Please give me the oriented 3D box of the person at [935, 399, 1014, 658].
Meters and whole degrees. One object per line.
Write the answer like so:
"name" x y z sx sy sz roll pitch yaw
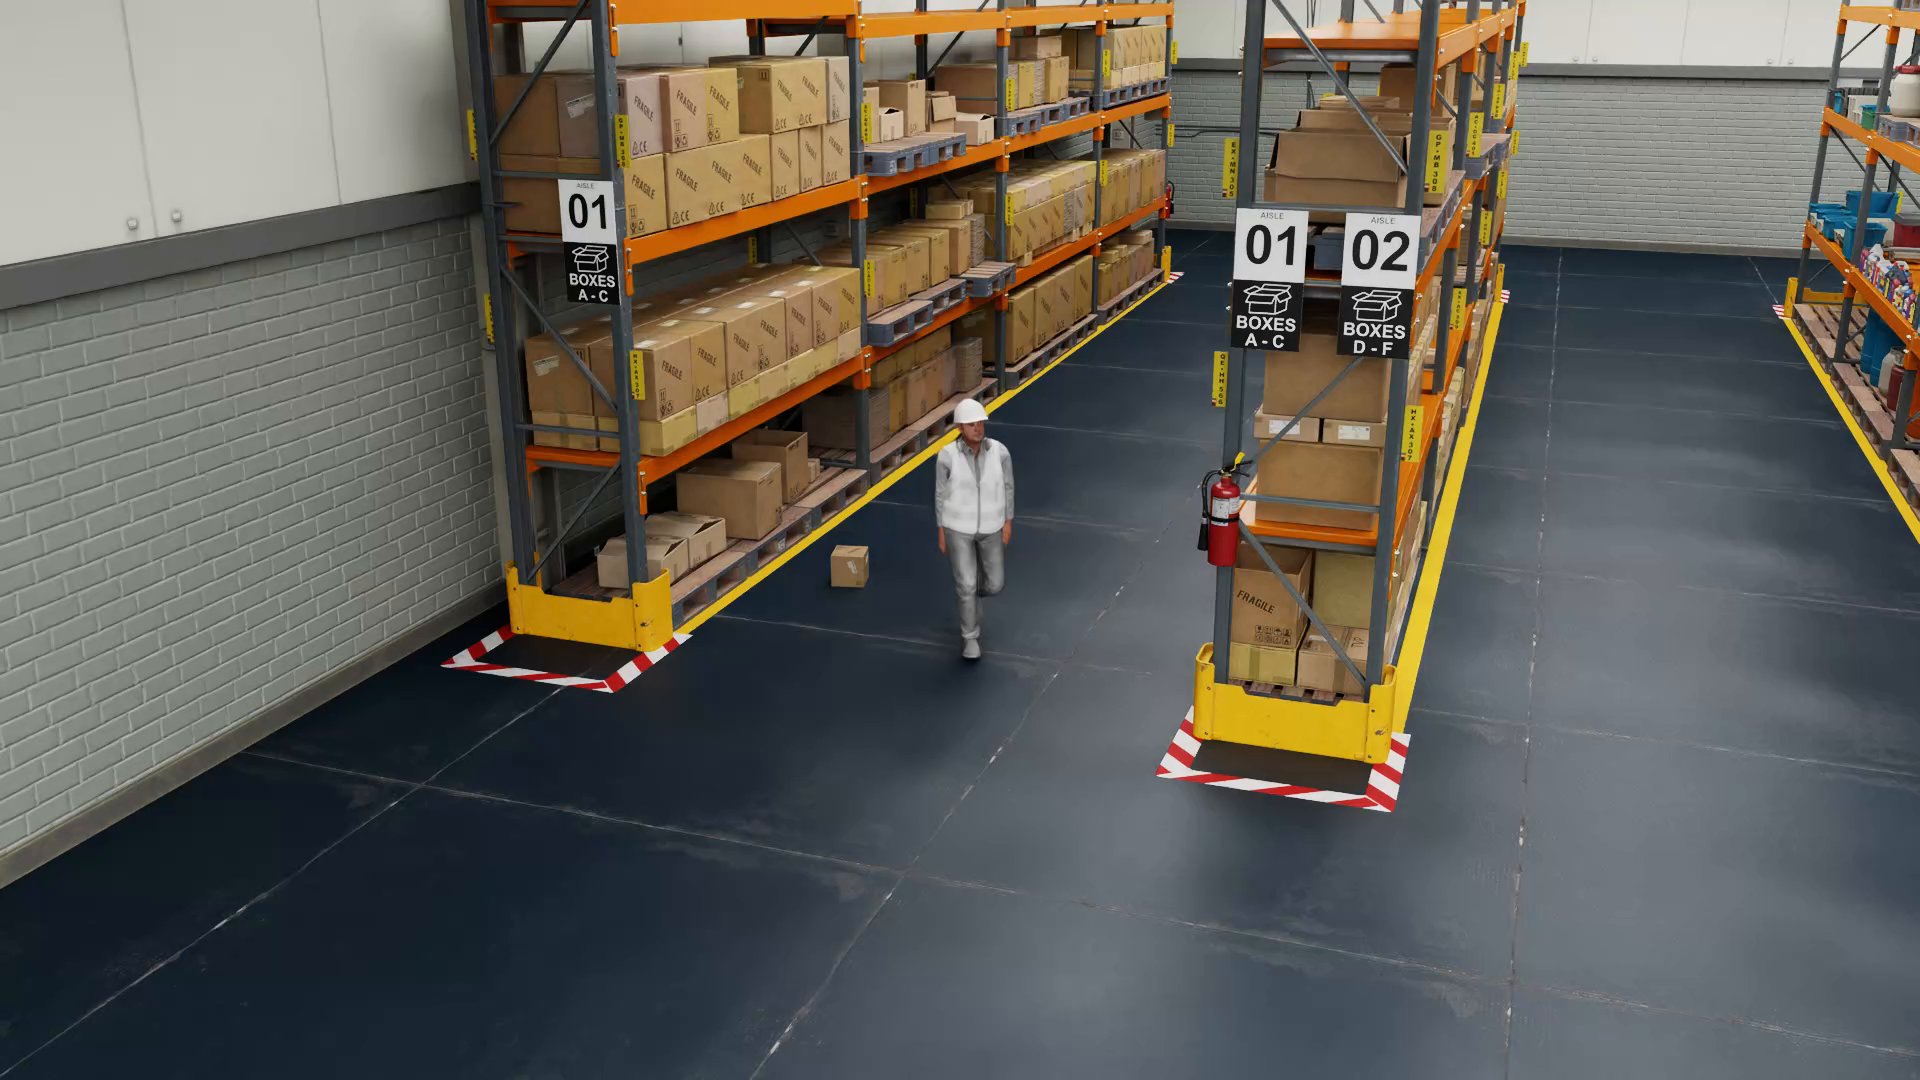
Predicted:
"person" 0.091 -0.122 11.341 0.549 1.755 0.743 -4 19 -12
